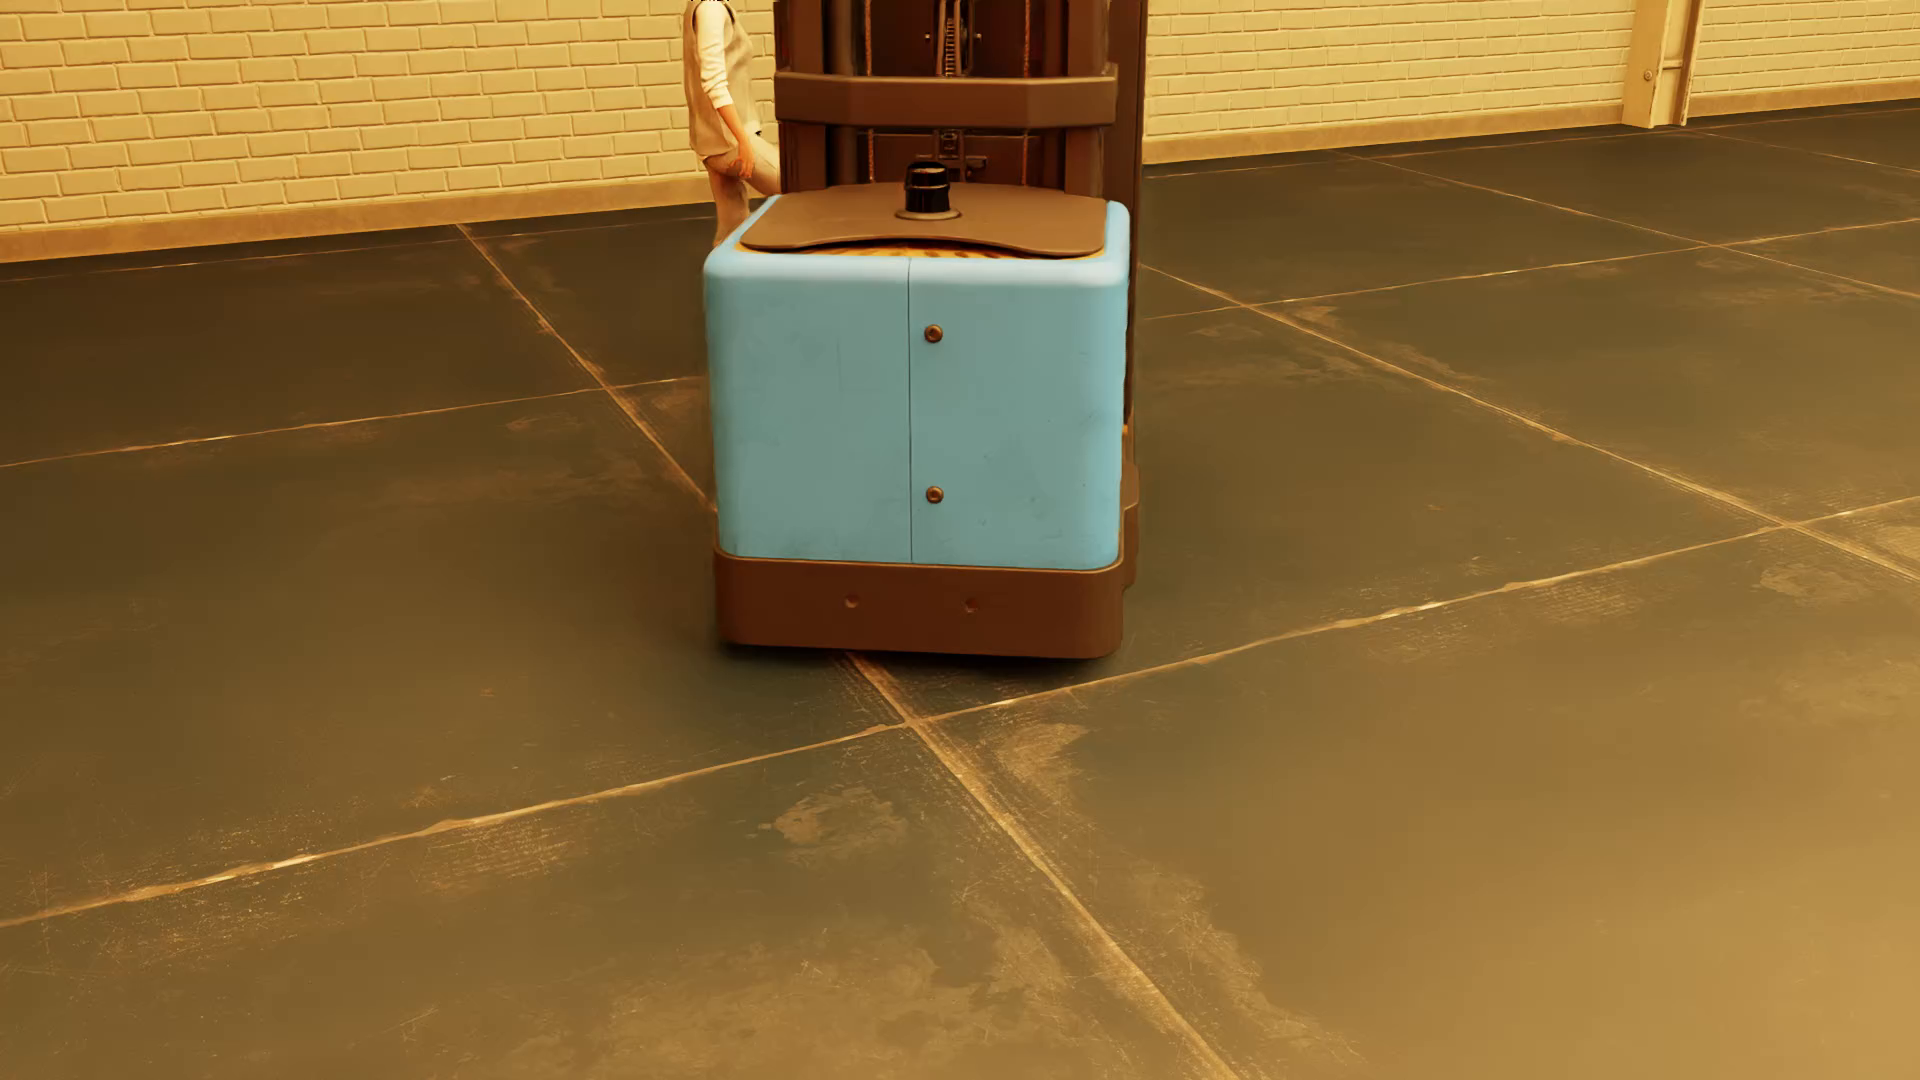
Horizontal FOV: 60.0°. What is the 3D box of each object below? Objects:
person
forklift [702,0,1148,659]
[{"bbox_3d":[-0.821,-1.551,6.521,0.483,1.590,0.515,-6,23,-13],"label":"person"},{"bbox_3d":[0.025,-1.579,5.088,1.130,2.935,3.031,2,23,5],"label":"forklift"}]
